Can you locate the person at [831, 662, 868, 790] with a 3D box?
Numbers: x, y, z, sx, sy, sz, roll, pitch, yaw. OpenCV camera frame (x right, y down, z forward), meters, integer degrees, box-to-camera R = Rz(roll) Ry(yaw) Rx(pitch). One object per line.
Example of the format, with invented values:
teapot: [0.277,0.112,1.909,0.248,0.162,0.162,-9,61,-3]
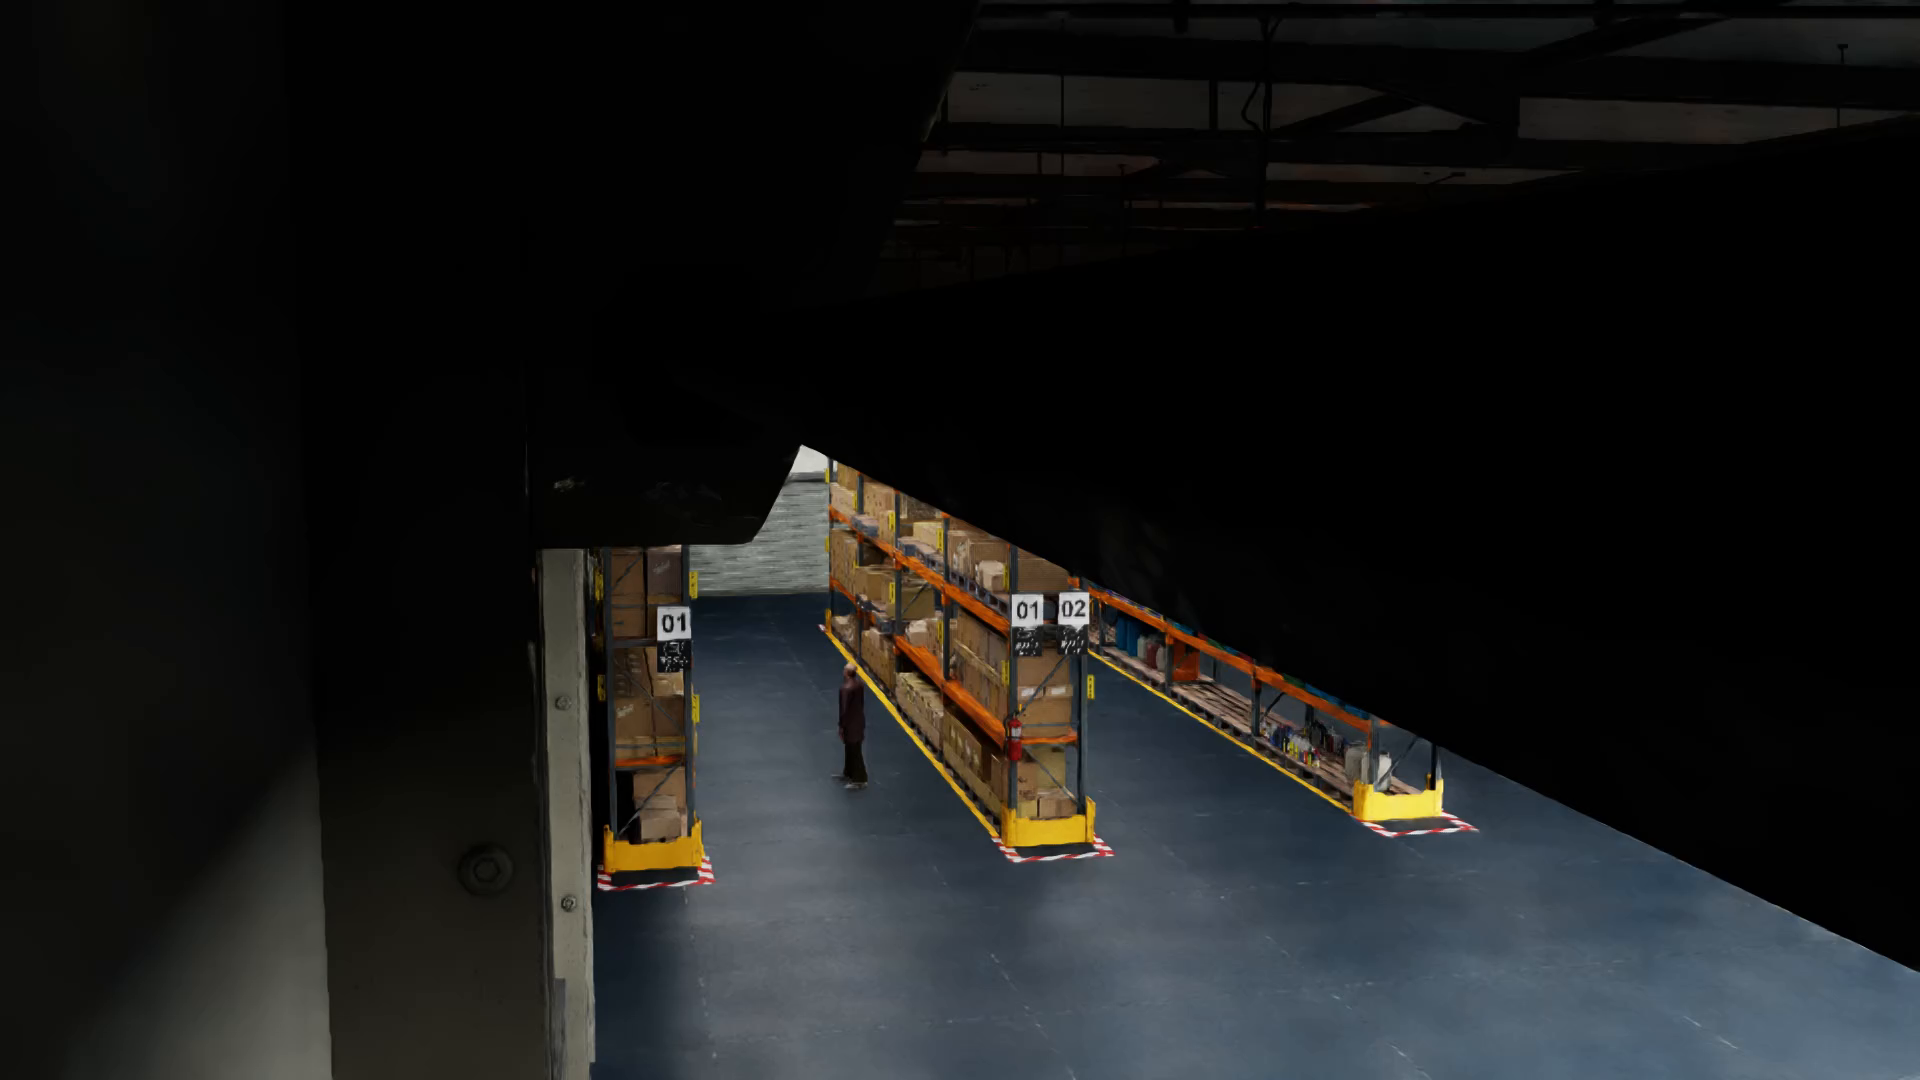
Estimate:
person: [-1.589,2.619,23.722,0.631,1.775,0.676,2,7,15]
